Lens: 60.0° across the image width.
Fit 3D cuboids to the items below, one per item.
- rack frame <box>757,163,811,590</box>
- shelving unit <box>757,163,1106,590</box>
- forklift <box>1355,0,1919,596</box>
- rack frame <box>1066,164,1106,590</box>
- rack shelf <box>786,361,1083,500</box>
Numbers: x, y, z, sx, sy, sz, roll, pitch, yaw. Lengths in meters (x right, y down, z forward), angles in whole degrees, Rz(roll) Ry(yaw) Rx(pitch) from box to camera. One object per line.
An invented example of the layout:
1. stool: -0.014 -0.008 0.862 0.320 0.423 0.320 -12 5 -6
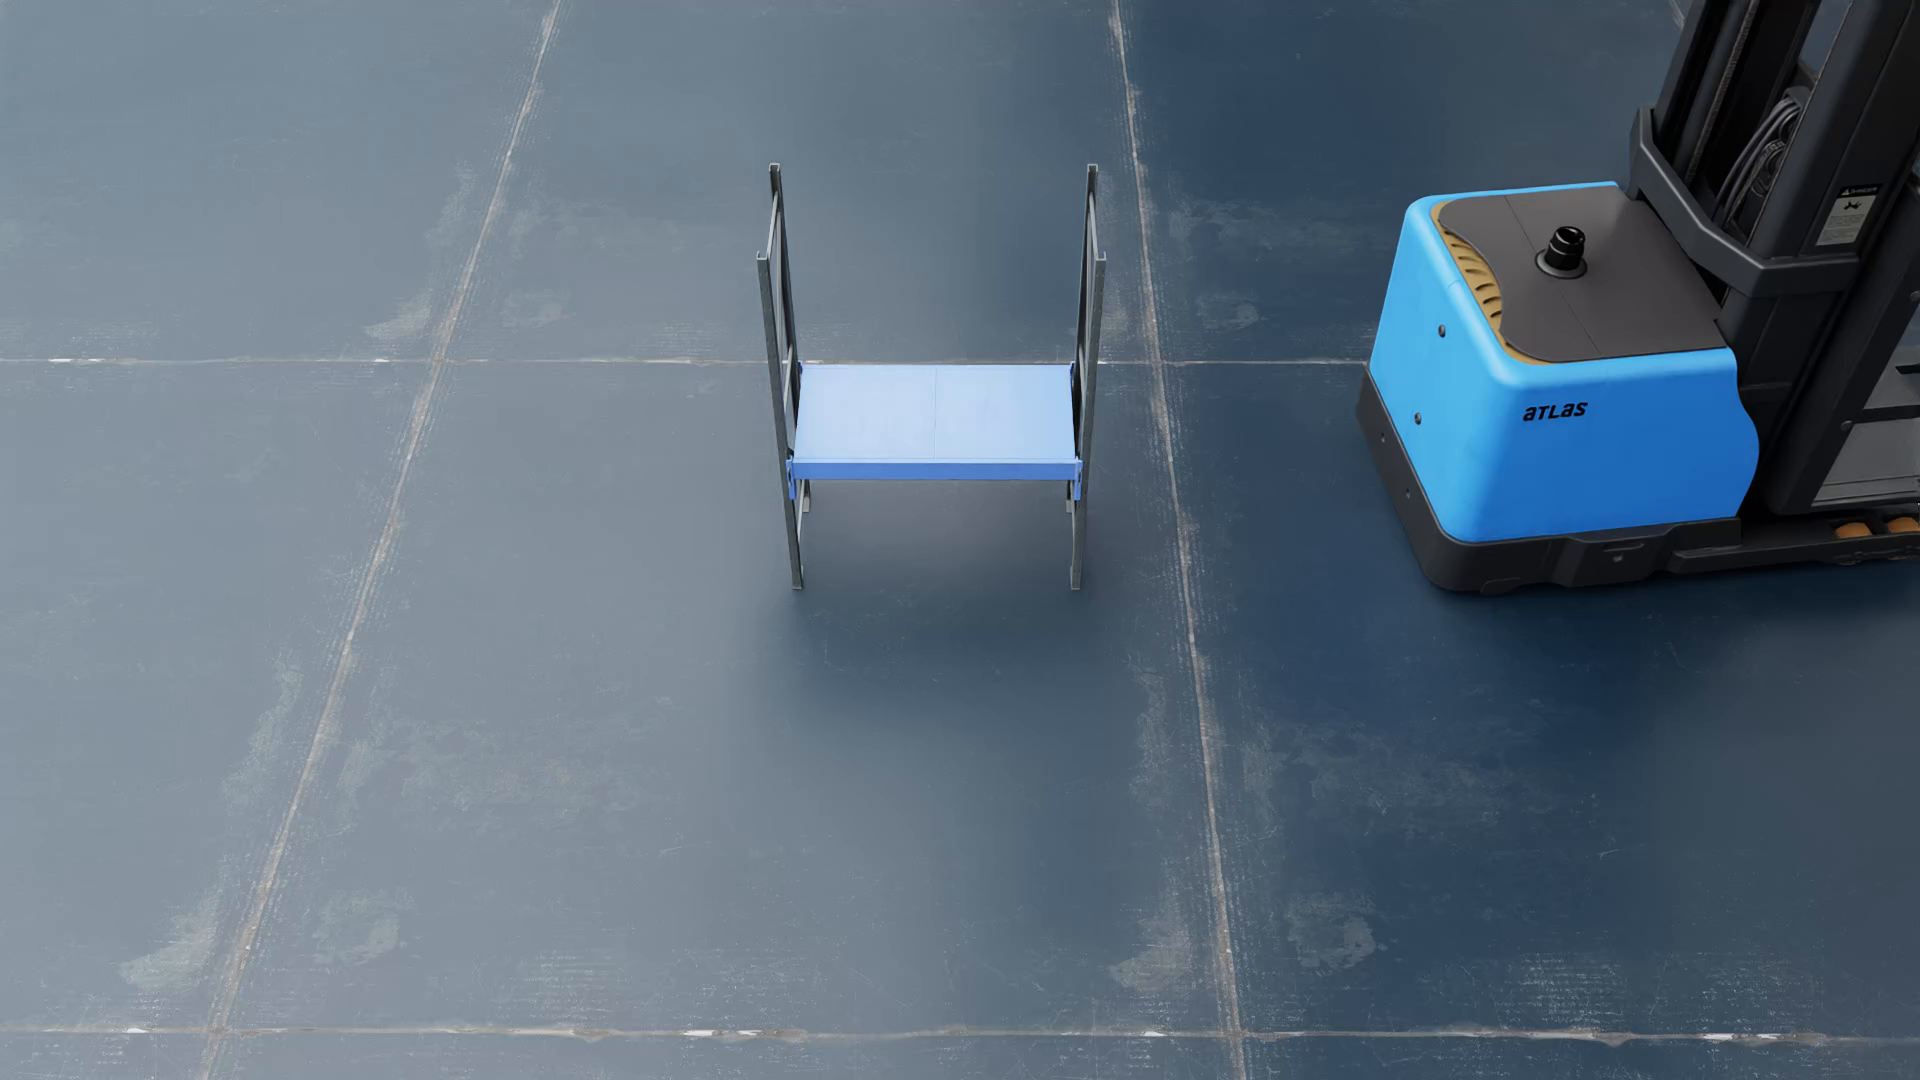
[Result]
1. rack frame: -0.594 -0.513 5.703 0.032 1.500 0.500 0 47 0
2. shelving unit: -0.085 -0.511 5.701 1.048 1.500 0.538 0 47 0
3. forklift: 3.131 -1.286 5.444 3.031 2.935 1.130 -6 47 -5
4. rack frame: 0.423 -0.510 5.700 0.032 1.500 0.500 0 47 0
5. rack shelf: -0.085 -0.389 5.833 1.000 0.185 0.538 0 47 0
